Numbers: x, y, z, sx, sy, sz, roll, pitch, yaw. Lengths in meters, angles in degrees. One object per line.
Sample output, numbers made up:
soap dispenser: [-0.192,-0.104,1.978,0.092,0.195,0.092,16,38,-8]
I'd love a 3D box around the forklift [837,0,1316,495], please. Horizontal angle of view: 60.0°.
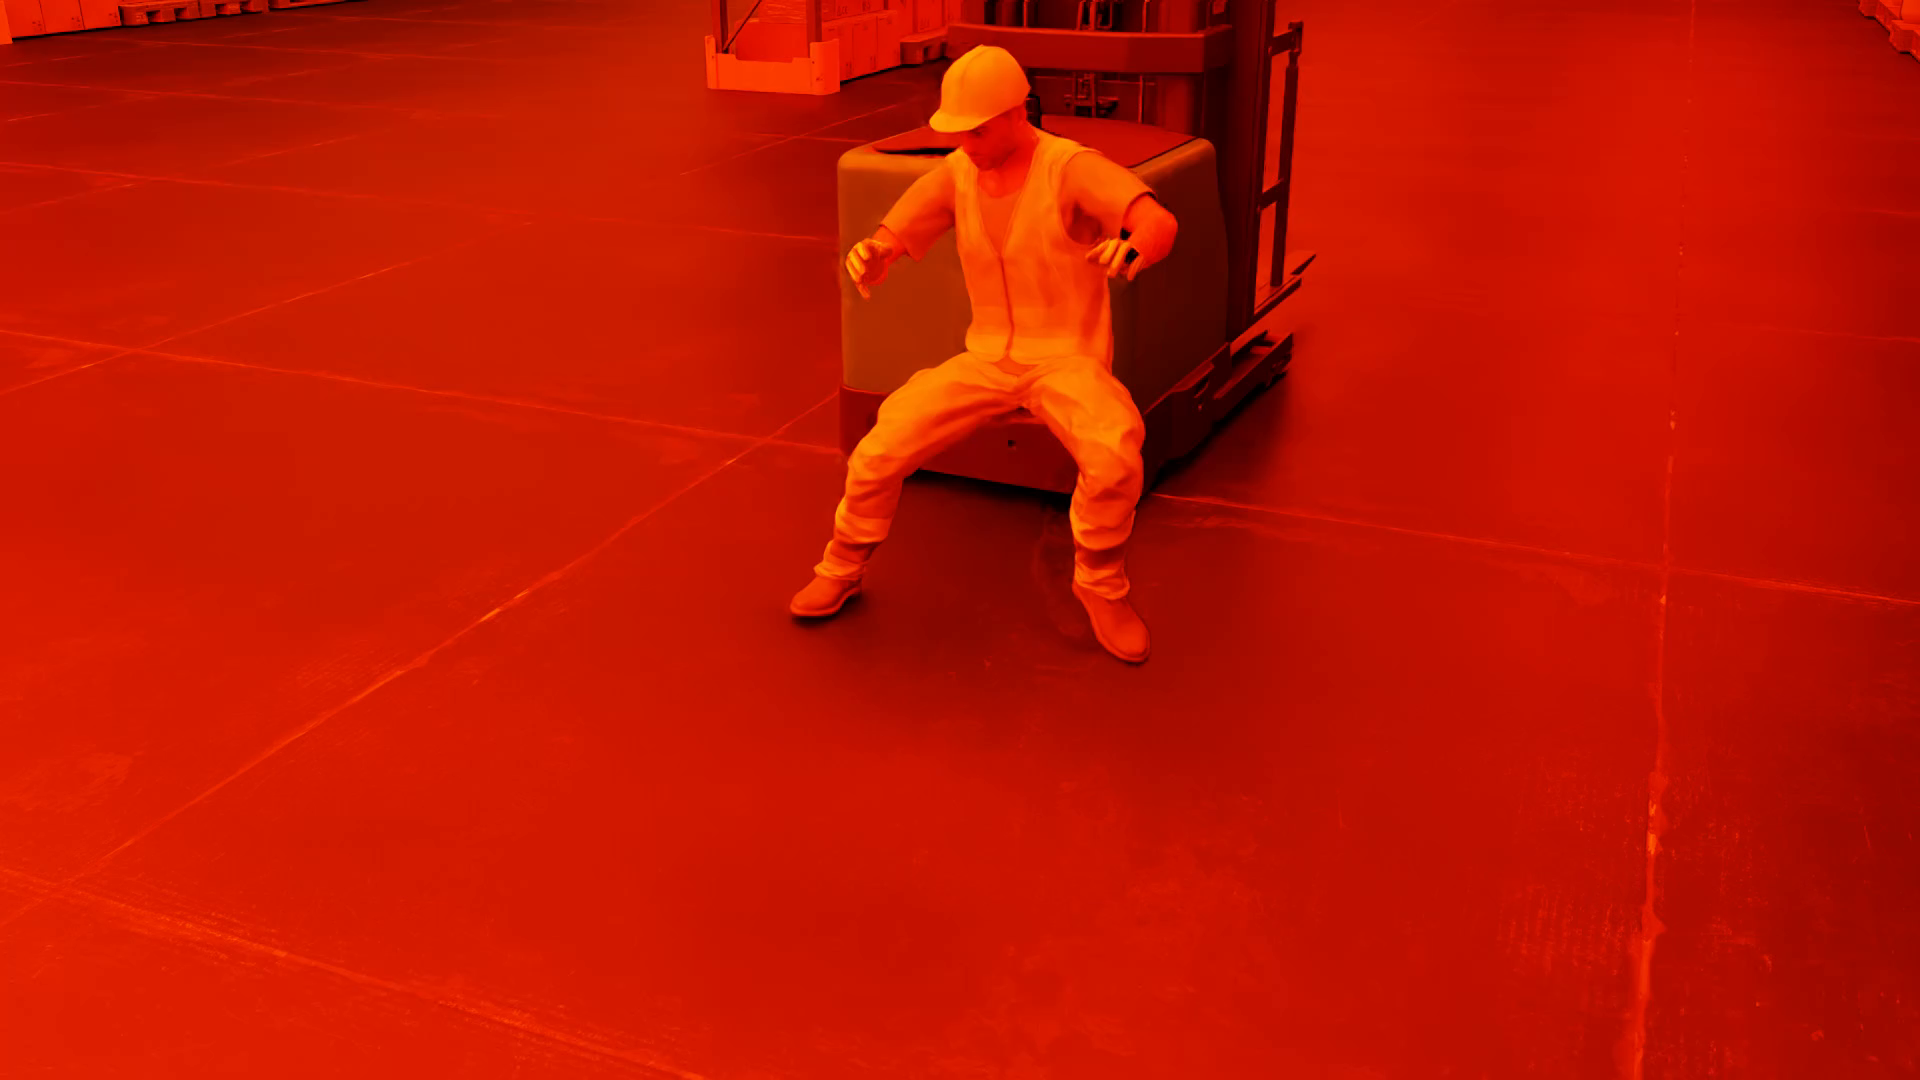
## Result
forklift: [0.688,-2.013,6.109,1.130,2.935,3.031,11,25,24]

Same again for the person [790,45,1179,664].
person: [0.070,-0.458,4.220,1.032,1.518,0.762,14,26,30]
